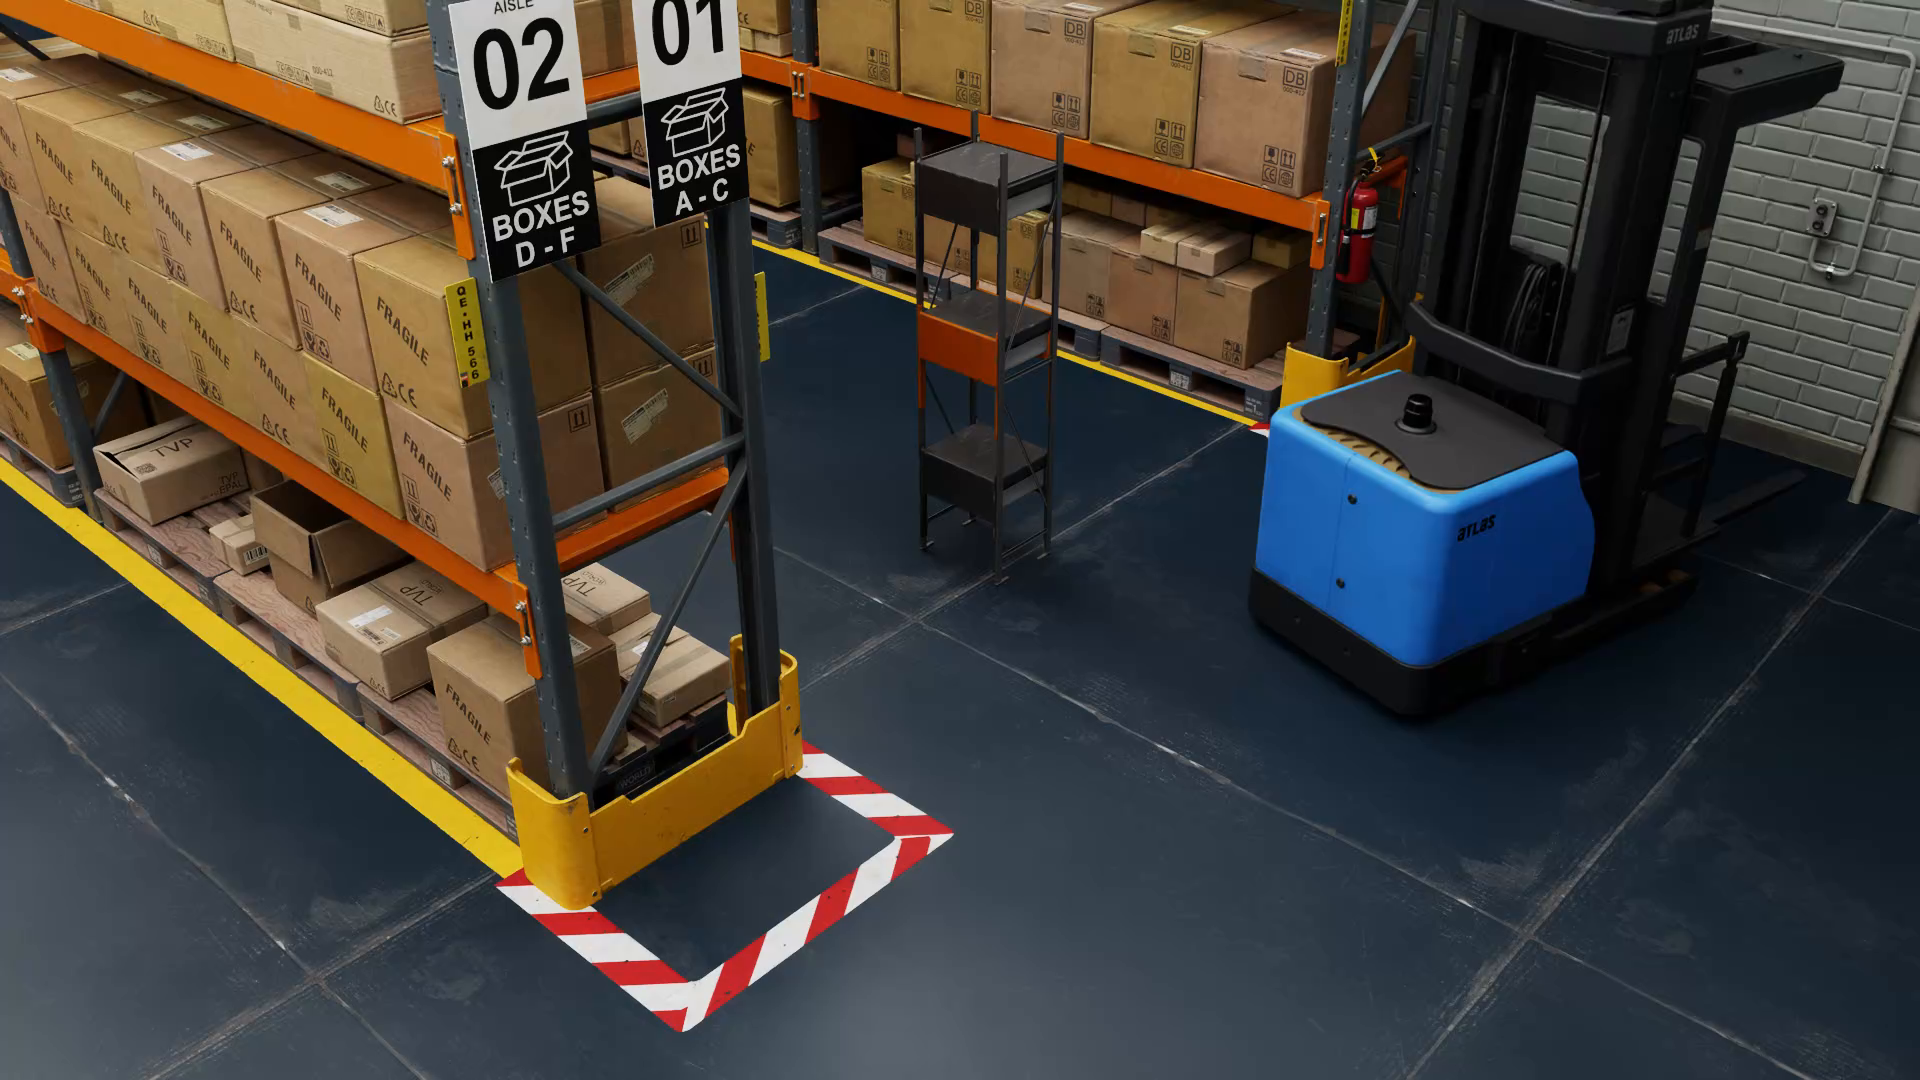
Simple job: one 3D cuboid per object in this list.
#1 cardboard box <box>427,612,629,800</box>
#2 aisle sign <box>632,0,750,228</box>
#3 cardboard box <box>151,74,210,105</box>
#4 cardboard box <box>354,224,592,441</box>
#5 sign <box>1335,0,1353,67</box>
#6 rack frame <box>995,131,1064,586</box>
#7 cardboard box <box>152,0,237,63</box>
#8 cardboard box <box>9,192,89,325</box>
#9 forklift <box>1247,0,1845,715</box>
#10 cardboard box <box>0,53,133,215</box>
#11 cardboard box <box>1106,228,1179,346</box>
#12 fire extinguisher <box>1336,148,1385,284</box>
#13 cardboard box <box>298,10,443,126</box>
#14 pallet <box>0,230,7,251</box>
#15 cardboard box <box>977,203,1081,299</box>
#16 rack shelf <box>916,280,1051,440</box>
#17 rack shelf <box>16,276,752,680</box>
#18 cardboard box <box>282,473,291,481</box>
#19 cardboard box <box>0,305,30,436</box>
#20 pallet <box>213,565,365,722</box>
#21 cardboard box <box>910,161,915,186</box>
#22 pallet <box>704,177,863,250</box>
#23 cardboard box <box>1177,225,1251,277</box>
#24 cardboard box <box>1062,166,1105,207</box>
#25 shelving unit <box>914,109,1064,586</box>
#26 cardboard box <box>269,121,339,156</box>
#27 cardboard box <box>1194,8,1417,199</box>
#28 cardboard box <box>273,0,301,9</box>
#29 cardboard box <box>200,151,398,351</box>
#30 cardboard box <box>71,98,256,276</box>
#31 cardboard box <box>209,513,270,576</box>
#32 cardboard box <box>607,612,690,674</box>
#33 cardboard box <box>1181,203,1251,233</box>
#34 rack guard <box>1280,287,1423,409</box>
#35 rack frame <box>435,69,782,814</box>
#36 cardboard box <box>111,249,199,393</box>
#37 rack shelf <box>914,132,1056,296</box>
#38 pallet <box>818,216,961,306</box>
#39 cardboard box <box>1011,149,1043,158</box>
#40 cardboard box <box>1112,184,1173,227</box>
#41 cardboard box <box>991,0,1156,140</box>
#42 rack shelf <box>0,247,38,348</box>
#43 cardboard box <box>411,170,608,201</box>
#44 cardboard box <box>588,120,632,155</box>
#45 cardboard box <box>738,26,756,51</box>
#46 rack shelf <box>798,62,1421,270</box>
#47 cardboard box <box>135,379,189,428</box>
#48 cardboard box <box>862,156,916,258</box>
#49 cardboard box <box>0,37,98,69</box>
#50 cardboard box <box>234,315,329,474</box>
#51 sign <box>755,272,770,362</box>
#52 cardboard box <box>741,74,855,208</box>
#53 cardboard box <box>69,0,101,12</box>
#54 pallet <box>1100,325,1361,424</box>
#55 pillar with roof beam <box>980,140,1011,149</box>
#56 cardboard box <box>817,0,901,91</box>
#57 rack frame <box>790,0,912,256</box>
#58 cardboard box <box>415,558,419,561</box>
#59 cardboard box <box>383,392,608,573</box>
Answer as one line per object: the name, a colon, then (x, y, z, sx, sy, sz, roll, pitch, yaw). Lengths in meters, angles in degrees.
cardboard box: (-1.639, 0.602, 6.338, 0.500, 0.500, 0.500, 25, 39, 35)
aisle sign: (-0.823, -1.388, 5.127, 0.004, 0.787, 0.394, 25, 39, 35)
cardboard box: (-3.106, -1.789, 7.247, 0.500, 0.500, 0.500, 24, 39, 34)
cardboard box: (-1.586, -0.706, 5.448, 0.500, 0.500, 0.500, 25, 39, 35)
sign: (1.876, -2.476, 8.103, 0.005, 0.325, 0.100, 25, 39, 35)
rack frame: (0.304, -0.758, 7.473, 0.015, 2.100, 0.400, 25, 39, 35)
cardboard box: (-2.372, -1.829, 5.617, 0.500, 0.250, 0.500, 25, 39, 35)
cardboard box: (-3.842, -1.333, 7.458, 0.500, 0.500, 0.500, 26, 40, 36)
forklift: (2.820, -1.103, 7.240, 3.031, 2.935, 1.130, -19, 36, -28)
cardboard box: (-3.876, -1.771, 7.217, 0.500, 0.500, 0.500, 26, 40, 36)
cardboard box: (1.293, -1.568, 9.962, 0.500, 0.500, 0.700, 25, 39, 35)
fire extinguisher: (2.052, -1.660, 8.536, 0.183, 0.674, 0.296, 25, 39, 35)
cardboard box: (-1.629, -1.484, 5.044, 0.500, 0.250, 0.500, 25, 39, 35)
pallet: (-4.556, -1.806, 8.528, 1.213, 0.211, 1.003, 25, 39, 35)
cardboard box: (0.519, -1.923, 10.553, 0.500, 0.500, 0.700, 26, 40, 36)
rack shelf: (0.123, -0.831, 7.620, 0.480, 0.518, 0.431, 25, 39, 35)
rack shelf: (-2.554, -0.570, 6.986, 4.000, 0.370, 1.077, 25, 39, 35)
cardboard box: (-2.868, -0.259, 7.952, 0.500, 0.311, 0.500, 25, 39, 35)
cardboard box: (-4.956, -0.923, 8.873, 0.500, 0.500, 0.500, 25, 39, 35)
pallet: (-2.619, 0.285, 7.573, 1.213, 0.211, 1.003, 25, 39, 35)
cardboard box: (-0.098, -2.366, 10.660, 0.250, 0.149, 0.380, 27, 40, 37)
pallet: (-1.338, -2.509, 12.214, 1.213, 0.211, 1.003, 25, 39, 35)
cardboard box: (1.447, -1.647, 9.465, 0.250, 0.149, 0.380, 25, 39, 35)
cardboard box: (0.762, -2.232, 10.436, 0.250, 0.149, 0.380, 24, 39, 34)
shelving unit: (0.123, -0.842, 7.613, 0.503, 2.100, 0.431, 25, 39, 35)
cardboard box: (-2.361, -1.440, 6.667, 0.500, 0.500, 0.500, 25, 39, 35)
cardboard box: (1.865, -2.383, 9.009, 0.700, 0.700, 0.980, 27, 40, 37)
cardboard box: (-1.994, -1.874, 5.207, 0.500, 0.250, 0.500, 25, 39, 35)
cardboard box: (-2.348, -1.058, 6.033, 0.500, 0.500, 0.500, 26, 40, 36)
cardboard box: (-3.113, -1.414, 6.625, 0.500, 0.500, 0.500, 24, 38, 34)
cardboard box: (-3.223, -0.021, 7.698, 0.250, 0.166, 0.380, 25, 39, 35)
cardboard box: (-1.336, 0.477, 6.871, 0.250, 0.166, 0.380, 25, 39, 35)
cardboard box: (1.515, -1.881, 9.853, 0.250, 0.149, 0.380, 25, 39, 35)
rack guard: (2.268, -1.002, 9.430, 0.348, 0.500, 1.175, 25, 39, 35)
rack frame: (-1.071, -0.186, 5.651, 0.127, 3.000, 1.000, 25, 39, 35)
cardboard box: (-3.091, -0.983, 6.877, 0.500, 0.500, 0.500, 25, 39, 35)
rack shelf: (0.123, -1.430, 7.259, 0.480, 0.518, 0.431, 25, 39, 35)
pallet: (-0.204, -1.978, 11.331, 1.213, 0.211, 1.003, 25, 39, 35)
cardboard box: (0.384, -2.408, 10.730, 0.250, 0.149, 0.380, 24, 38, 34)
cardboard box: (1.141, -2.055, 10.143, 0.250, 0.149, 0.380, 26, 39, 36)
cardboard box: (0.759, -2.898, 9.864, 0.700, 0.700, 0.980, 23, 38, 33)
rack shelf: (-5.520, -1.954, 9.286, 4.000, 0.370, 1.077, 25, 39, 35)
cardboard box: (-1.616, -1.090, 6.085, 0.500, 0.500, 0.500, 25, 39, 36)
cardboard box: (-2.579, -3.499, 12.831, 0.750, 0.750, 0.750, 25, 39, 35)
cardboard box: (-1.359, -3.454, 11.303, 0.250, 0.149, 0.380, 26, 40, 36)
rack shelf: (0.767, -2.466, 10.135, 4.000, 0.370, 1.077, 25, 39, 35)
cardboard box: (-4.232, -0.949, 8.914, 0.500, 0.500, 0.500, 23, 38, 33)
cardboard box: (-0.230, -2.277, 11.140, 0.500, 0.500, 0.700, 26, 39, 36)
cardboard box: (-4.790, -2.256, 8.586, 0.700, 0.500, 0.500, -22, 38, -32)
cardboard box: (-2.339, -0.633, 6.296, 0.500, 0.500, 0.500, 25, 39, 35)
sign: (-0.707, -0.764, 5.772, 0.005, 0.325, 0.100, 25, 39, 35)
cardboard box: (-1.285, -2.900, 11.836, 0.750, 0.750, 0.750, 26, 39, 36)
cardboard box: (-3.105, -2.180, 6.200, 0.500, 0.250, 0.500, 25, 39, 35)
pallet: (1.605, -1.134, 9.929, 1.213, 0.211, 1.003, 25, 39, 35)
pillar with roof beam: (-2.505, -4.478, 6.964, 0.400, 9.000, 9.100, 25, 39, 35)
cardboard box: (-0.324, -3.400, 10.699, 0.700, 0.700, 0.980, 26, 39, 36)
rack frame: (-0.715, -3.466, 11.099, 0.127, 3.000, 1.000, 25, 39, 35)
cardboard box: (-2.025, 0.161, 7.314, 0.500, 0.250, 0.500, 25, 39, 35)
cardboard box: (-1.586, -0.280, 5.709, 0.500, 0.500, 0.500, 26, 40, 36)
